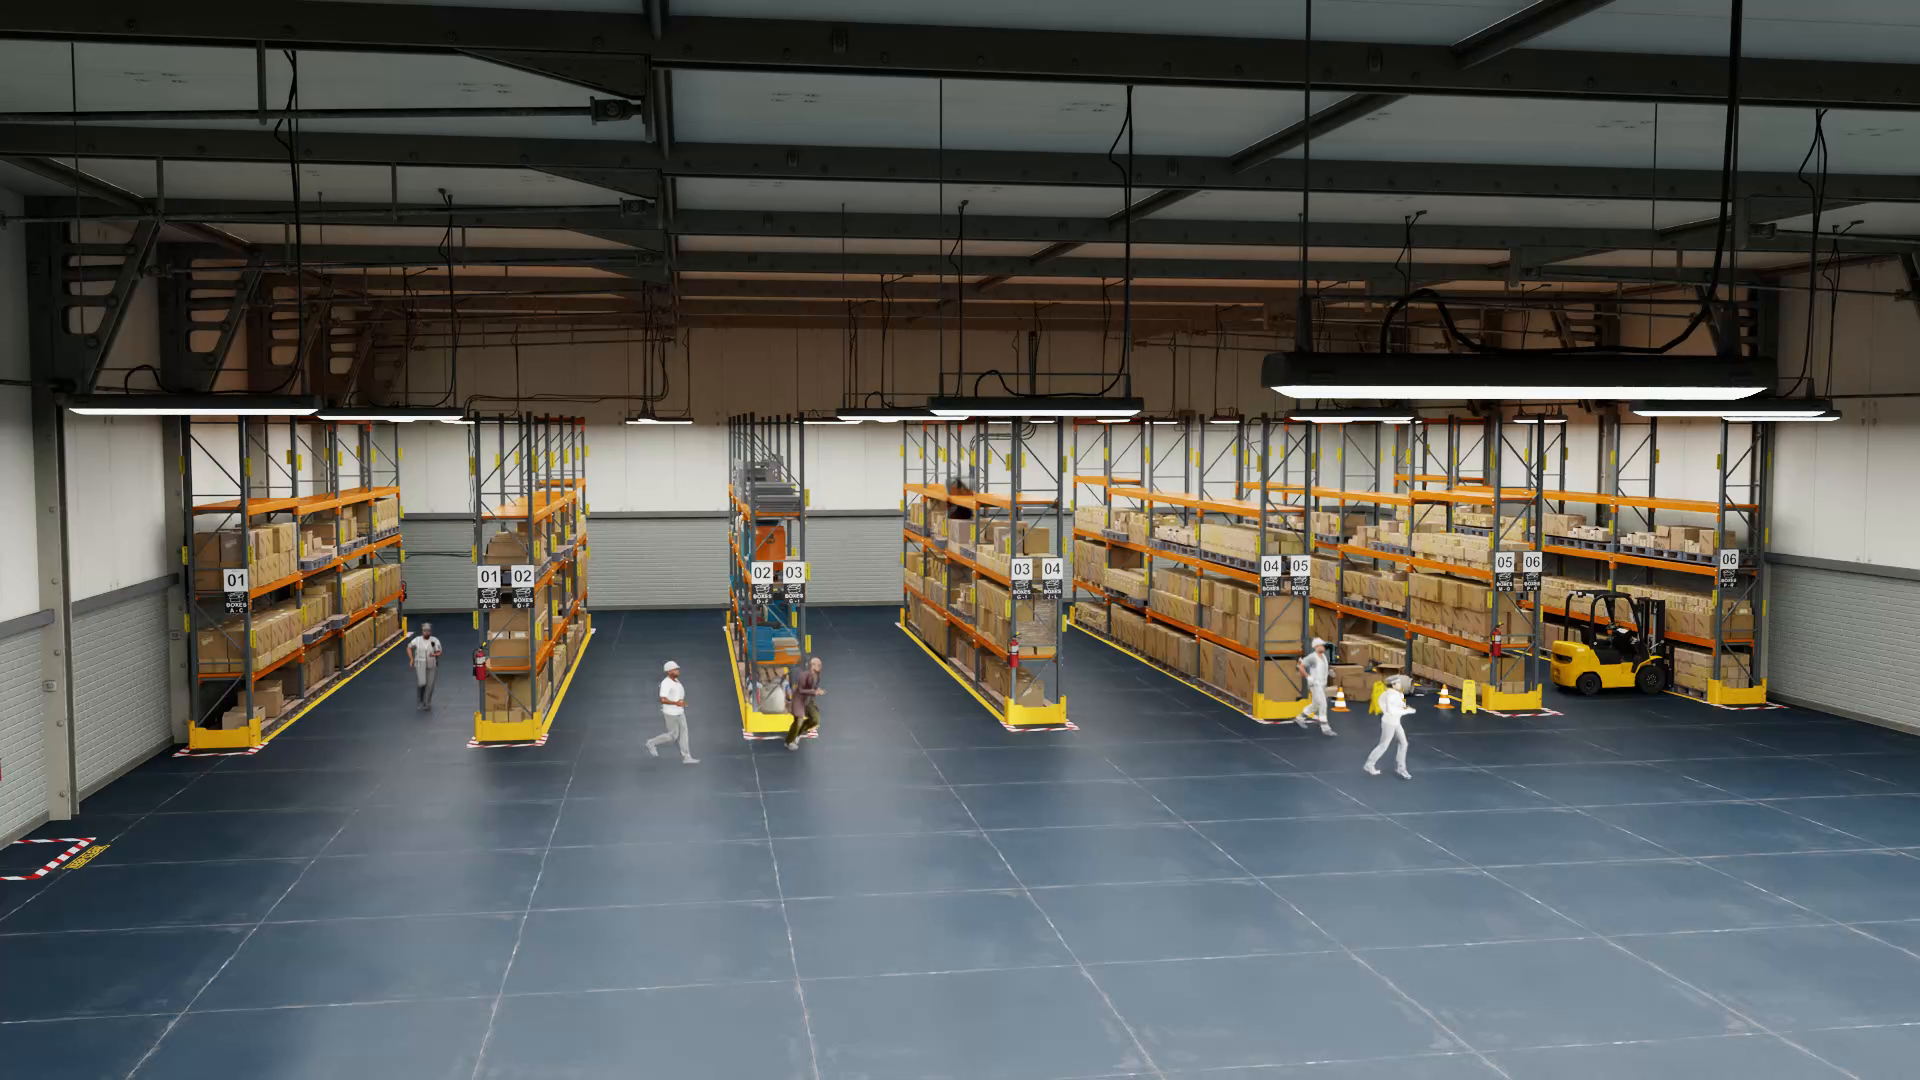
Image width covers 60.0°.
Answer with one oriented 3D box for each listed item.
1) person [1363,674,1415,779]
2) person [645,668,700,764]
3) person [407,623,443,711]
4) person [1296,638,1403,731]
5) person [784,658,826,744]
[{"bbox_3d":[7.005,3.038,27.074,0.816,1.737,0.557,2,4,23],"label":"person"},{"bbox_3d":[-4.857,2.942,28.144,0.946,1.710,0.702,1,4,11],"label":"person"},{"bbox_3d":[-10.774,2.559,33.564,0.652,1.773,0.653,-2,4,-27],"label":"person"},{"bbox_3d":[6.777,2.788,29.059,3.356,1.713,3.203,3,5,39],"label":"person"},{"bbox_3d":[-2.691,2.857,29.517,0.912,1.575,0.695,2,5,31],"label":"person"}]
